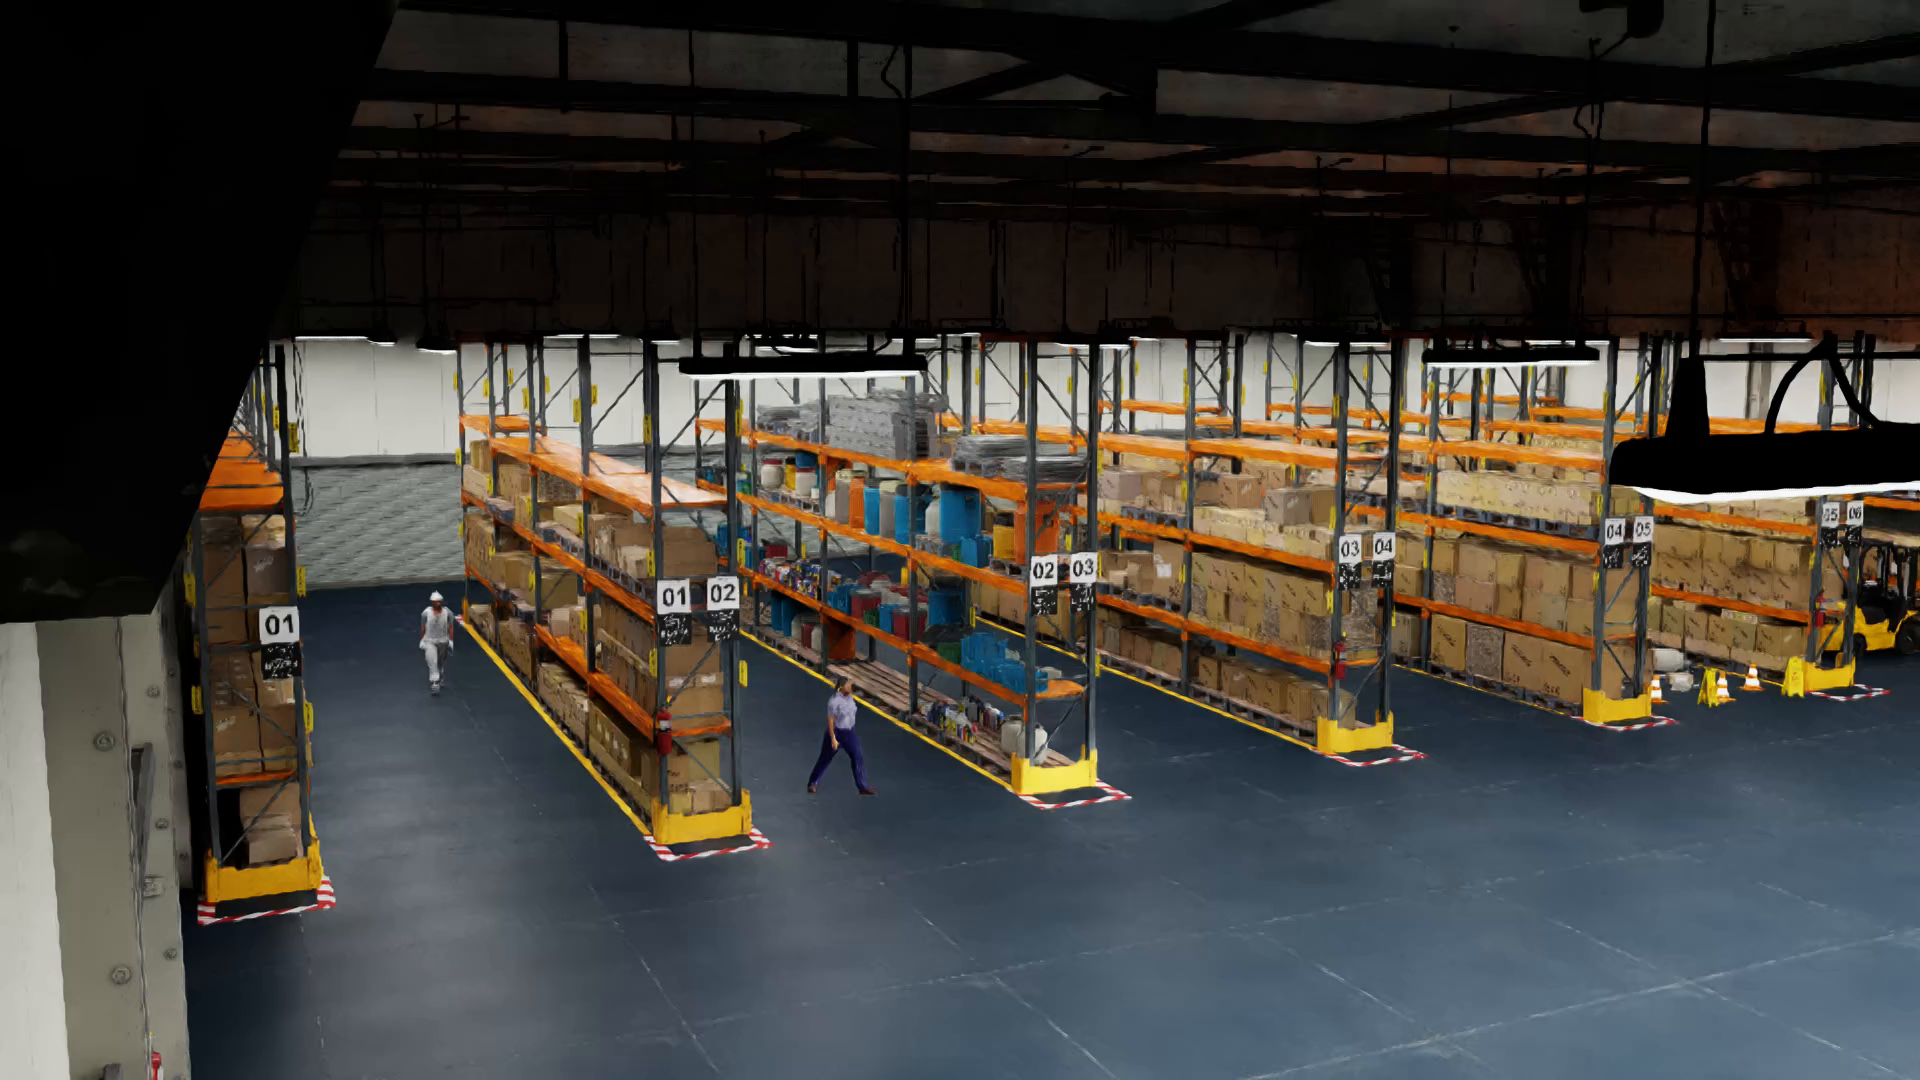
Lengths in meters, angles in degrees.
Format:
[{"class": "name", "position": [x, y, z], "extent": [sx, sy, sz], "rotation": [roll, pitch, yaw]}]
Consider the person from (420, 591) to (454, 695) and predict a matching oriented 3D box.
[{"class": "person", "position": [-8.792, 1.701, 28.015], "extent": [0.550, 1.709, 1.128], "rotation": [-4, 9, -26]}]

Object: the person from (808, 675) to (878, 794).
[{"class": "person", "position": [-1.594, 2.587, 21.983], "extent": [0.917, 1.590, 0.590], "rotation": [6, 10, 39]}]

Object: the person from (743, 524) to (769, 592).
[{"class": "person", "position": [-4.799, 0.427, 37.950], "extent": [0.717, 1.596, 0.592], "rotation": [6, 10, 39]}]
